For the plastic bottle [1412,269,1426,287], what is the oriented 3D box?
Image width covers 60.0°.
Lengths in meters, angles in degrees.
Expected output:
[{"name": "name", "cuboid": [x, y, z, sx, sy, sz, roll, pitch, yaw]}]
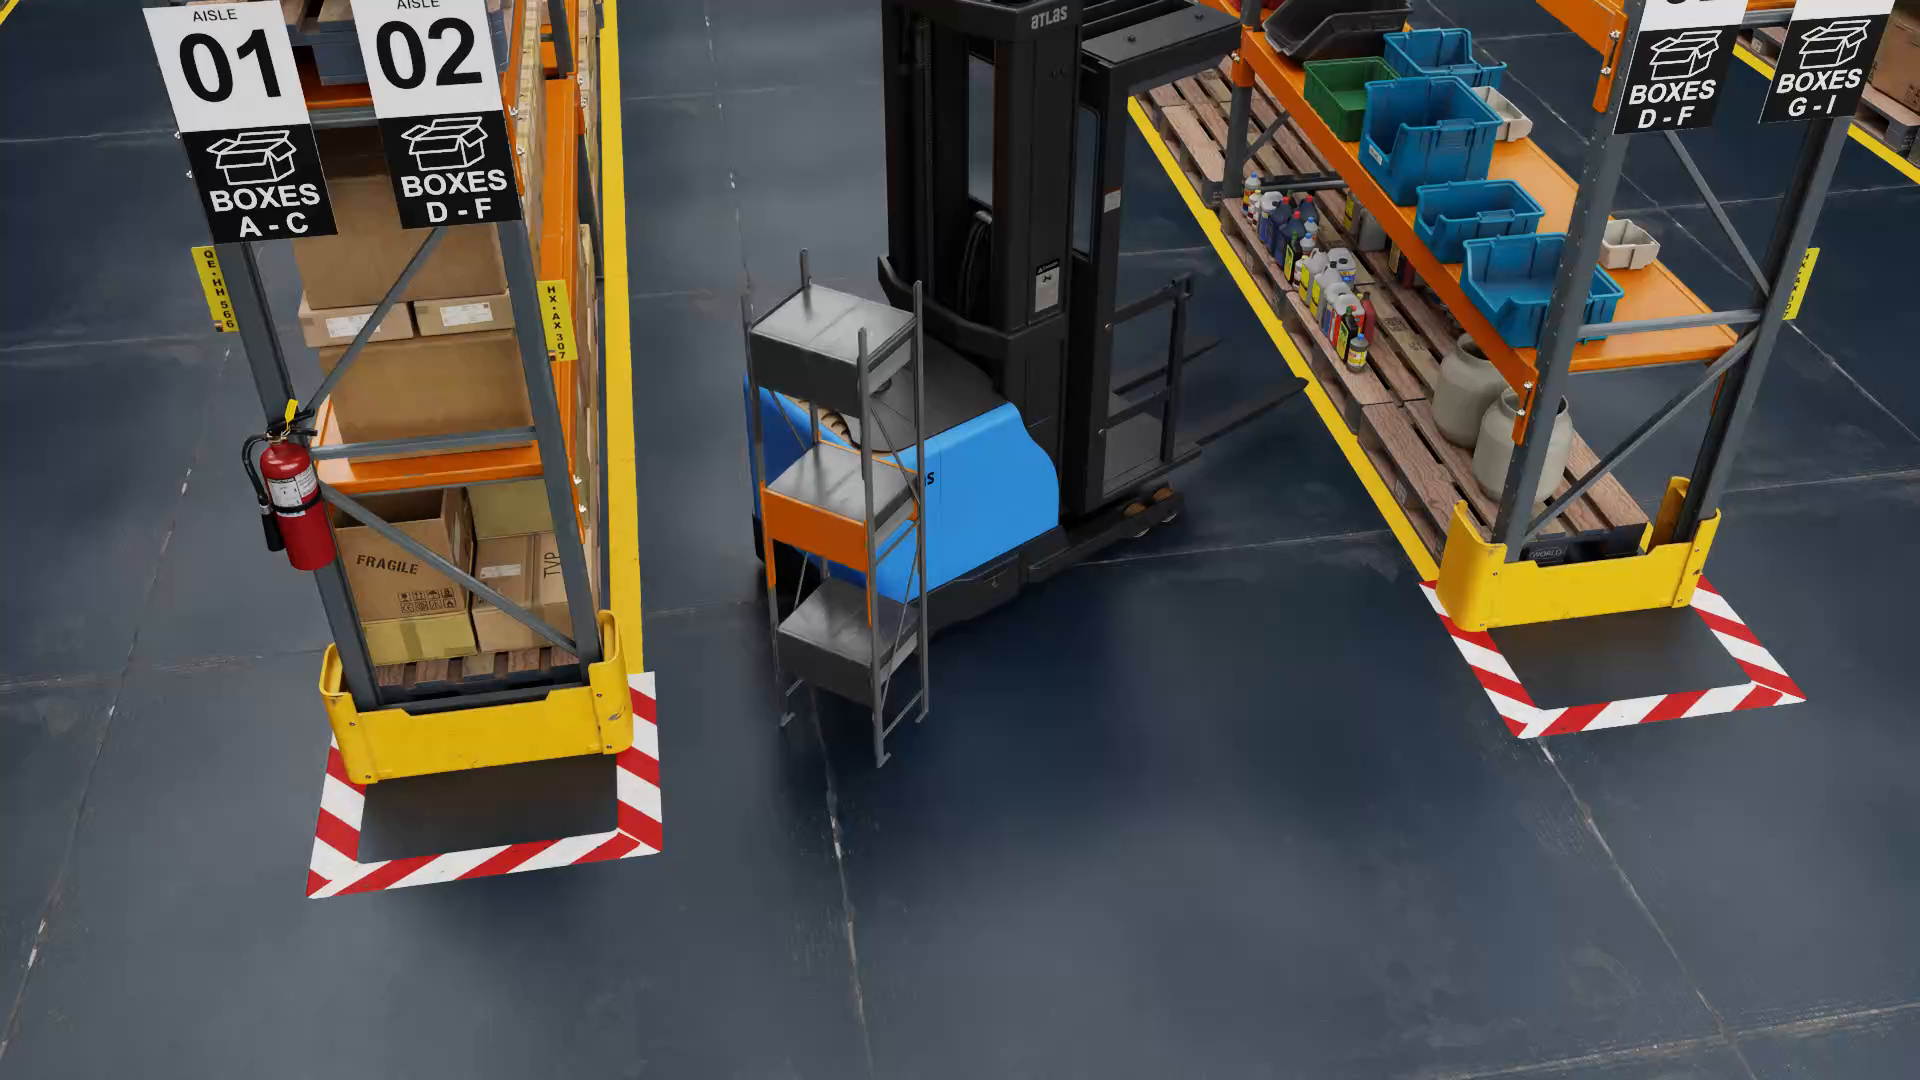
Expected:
[{"name": "plastic bottle", "cuboid": [2.702, -1.629, 9.664, 0.152, 0.276, 0.135, -6, 38, -7]}]

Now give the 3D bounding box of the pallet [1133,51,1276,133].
[{"name": "pallet", "cuboid": [1.797, -3.406, 12.362, 1.003, 0.211, 1.213, -6, 38, -8]}]

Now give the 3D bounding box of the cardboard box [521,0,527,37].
[{"name": "cardboard box", "cuboid": [-2.513, -2.748, 8.103, 0.700, 0.500, 0.500, -6, 38, -8]}]

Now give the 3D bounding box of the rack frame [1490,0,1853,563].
[{"name": "rack frame", "cuboid": [2.892, -0.883, 6.841, 1.000, 3.000, 0.127, -6, 38, -8]}]

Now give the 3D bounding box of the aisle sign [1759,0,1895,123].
[{"name": "aisle sign", "cuboid": [3.193, -1.897, 6.028, 0.394, 0.787, 0.004, -6, 38, -8]}]

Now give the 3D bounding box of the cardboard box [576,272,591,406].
[{"name": "cardboard box", "cuboid": [-2.121, -0.982, 8.257, 0.500, 0.500, 0.500, -6, 38, -8]}]

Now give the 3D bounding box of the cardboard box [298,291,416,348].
[{"name": "cardboard box", "cuboid": [-2.240, -0.858, 6.199, 0.380, 0.149, 0.250, -7, 38, -9]}]

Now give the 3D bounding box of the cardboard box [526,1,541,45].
[{"name": "cardboard box", "cuboid": [-2.339, -2.615, 8.461, 0.380, 0.149, 0.250, -7, 38, -9]}]

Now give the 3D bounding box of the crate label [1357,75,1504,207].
[{"name": "crate label", "cuboid": [2.303, -1.979, 8.224, 0.502, 0.435, 0.616, -6, 38, -8]}]

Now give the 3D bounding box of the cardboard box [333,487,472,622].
[{"name": "cardboard box", "cuboid": [-2.373, -0.020, 7.019, 0.500, 0.500, 0.500, -6, 38, -8]}]

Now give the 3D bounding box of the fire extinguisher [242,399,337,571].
[{"name": "fire extinguisher", "cuboid": [-2.422, -0.200, 6.026, 0.296, 0.674, 0.183, -6, 38, -8]}]

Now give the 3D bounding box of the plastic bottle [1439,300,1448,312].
[{"name": "plastic bottle", "cuboid": [2.786, -1.407, 9.439, 0.097, 0.201, 0.097, 0, 38, 0]}]

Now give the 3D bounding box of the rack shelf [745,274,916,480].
[{"name": "rack shelf", "cuboid": [-0.453, -0.602, 6.095, 0.480, 0.518, 0.431, 19, 42, 23]}]

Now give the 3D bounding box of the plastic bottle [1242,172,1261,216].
[{"name": "plastic bottle", "cuboid": [1.815, -2.155, 10.345, 0.097, 0.271, 0.097, 0, 38, 0]}]

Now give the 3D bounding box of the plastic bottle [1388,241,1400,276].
[{"name": "plastic bottle", "cuboid": [2.581, -1.704, 9.754, 0.061, 0.283, 0.133, -6, 38, -8]}]

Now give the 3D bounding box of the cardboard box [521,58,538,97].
[{"name": "cardboard box", "cuboid": [-2.207, -2.156, 7.869, 0.380, 0.149, 0.250, -5, 38, -7]}]

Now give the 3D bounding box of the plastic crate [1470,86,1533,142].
[{"name": "plastic crate", "cuboid": [2.724, -2.241, 8.805, 0.530, 0.136, 0.437, -6, 38, -8]}]

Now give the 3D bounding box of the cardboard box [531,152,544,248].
[{"name": "cardboard box", "cuboid": [-2.329, -1.610, 7.696, 0.700, 0.500, 0.500, -5, 38, -7]}]

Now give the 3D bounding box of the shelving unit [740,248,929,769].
[{"name": "shelving unit", "cuboid": [-0.453, -0.060, 6.516, 0.503, 2.100, 0.431, 19, 42, 23]}]

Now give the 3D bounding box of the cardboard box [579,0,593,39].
[{"name": "cardboard box", "cuboid": [-2.956, -3.883, 12.144, 0.500, 0.311, 0.500, -7, 38, -9]}]

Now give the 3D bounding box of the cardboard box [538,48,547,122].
[{"name": "cardboard box", "cuboid": [-2.603, -2.540, 8.893, 0.700, 0.500, 0.500, -7, 38, -9]}]

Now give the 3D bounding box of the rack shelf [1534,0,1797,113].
[{"name": "rack shelf", "cuboid": [2.541, -2.991, 7.696, 1.077, 0.370, 4.000, -6, 38, -8]}]

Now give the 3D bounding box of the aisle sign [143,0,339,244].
[{"name": "aisle sign", "cuboid": [-2.263, -1.307, 5.269, 0.394, 0.787, 0.004, -6, 38, -8]}]

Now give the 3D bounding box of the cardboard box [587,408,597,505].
[{"name": "cardboard box", "cuboid": [-2.039, -0.384, 8.098, 0.500, 0.250, 0.500, -6, 38, -8]}]

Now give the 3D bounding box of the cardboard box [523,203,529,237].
[{"name": "cardboard box", "cuboid": [-1.934, -1.218, 6.662, 0.380, 0.149, 0.250, -6, 38, -8]}]

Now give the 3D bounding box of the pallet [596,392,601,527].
[{"name": "pallet", "cuboid": [-2.372, -0.444, 8.549, 1.003, 0.211, 1.213, -6, 38, -8]}]

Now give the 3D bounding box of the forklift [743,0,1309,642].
[{"name": "forklift", "cuboid": [0.483, -1.399, 7.562, 3.031, 2.935, 1.130, -27, 45, -30]}]

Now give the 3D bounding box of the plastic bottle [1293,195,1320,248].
[{"name": "plastic bottle", "cuboid": [2.065, -1.910, 9.964, 0.144, 0.351, 0.185, -6, 38, -8]}]

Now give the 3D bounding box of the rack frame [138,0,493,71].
[{"name": "rack frame", "cuboid": [-1.986, -2.721, 4.318, 1.000, 3.000, 0.127, -6, 38, -8]}]

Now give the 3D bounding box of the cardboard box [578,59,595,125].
[{"name": "cardboard box", "cuboid": [-2.689, -2.961, 10.959, 0.500, 0.311, 0.500, -7, 38, -9]}]

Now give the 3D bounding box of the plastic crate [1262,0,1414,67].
[{"name": "plastic crate", "cuboid": [2.157, -2.944, 9.545, 0.767, 0.338, 0.504, -6, 38, -8]}]

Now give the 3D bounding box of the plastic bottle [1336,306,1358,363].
[{"name": "plastic bottle", "cuboid": [2.100, -1.114, 8.995, 0.061, 0.283, 0.133, -5, 38, -7]}]

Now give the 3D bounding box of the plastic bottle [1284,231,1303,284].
[{"name": "plastic bottle", "cuboid": [1.944, -1.649, 9.683, 0.061, 0.283, 0.133, -5, 38, -6]}]

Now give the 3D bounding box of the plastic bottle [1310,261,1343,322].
[{"name": "plastic bottle", "cuboid": [2.064, -1.411, 9.322, 0.144, 0.351, 0.185, -5, 38, -6]}]

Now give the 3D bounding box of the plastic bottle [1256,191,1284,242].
[{"name": "plastic bottle", "cuboid": [1.898, -1.965, 10.096, 0.152, 0.276, 0.135, -5, 38, -6]}]

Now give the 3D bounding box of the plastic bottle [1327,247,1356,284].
[{"name": "plastic bottle", "cuboid": [2.172, -1.525, 9.529, 0.152, 0.276, 0.135, -6, 38, -8]}]

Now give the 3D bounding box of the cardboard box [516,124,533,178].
[{"name": "cardboard box", "cuboid": [-2.070, -1.686, 7.264, 0.380, 0.149, 0.250, -7, 38, -9]}]

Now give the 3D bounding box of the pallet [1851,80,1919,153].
[{"name": "pallet", "cuboid": [6.929, -3.200, 12.097, 1.003, 0.211, 1.213, -6, 38, -8]}]

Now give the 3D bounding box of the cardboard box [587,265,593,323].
[{"name": "cardboard box", "cuboid": [-2.313, -1.289, 9.262, 0.500, 0.250, 0.500, -6, 38, -8]}]

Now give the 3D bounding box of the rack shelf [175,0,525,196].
[{"name": "rack shelf", "cuboid": [-2.336, -2.461, 7.014, 1.077, 0.370, 4.000, -6, 38, -8]}]

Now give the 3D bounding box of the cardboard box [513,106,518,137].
[{"name": "cardboard box", "cuboid": [-2.251, -1.841, 6.935, 0.700, 0.500, 0.500, -6, 38, -8]}]

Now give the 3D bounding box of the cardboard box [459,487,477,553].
[{"name": "cardboard box", "cuboid": [-2.470, -0.025, 7.636, 0.500, 0.250, 0.500, -6, 38, -8]}]

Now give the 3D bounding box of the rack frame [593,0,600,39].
[{"name": "rack frame", "cuboid": [-3.388, -5.184, 12.378, 1.000, 3.000, 0.127, -6, 38, -8]}]

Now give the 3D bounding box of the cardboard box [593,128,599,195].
[{"name": "cardboard box", "cuboid": [-2.602, -2.427, 10.728, 0.500, 0.250, 0.500, -5, 38, -7]}]

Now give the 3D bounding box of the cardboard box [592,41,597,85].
[{"name": "cardboard box", "cuboid": [-2.877, -3.358, 11.926, 0.500, 0.250, 0.500, -5, 38, -7]}]

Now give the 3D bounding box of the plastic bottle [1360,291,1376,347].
[{"name": "plastic bottle", "cuboid": [2.226, -1.213, 9.122, 0.061, 0.283, 0.133, -6, 38, -8]}]

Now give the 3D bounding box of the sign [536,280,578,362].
[{"name": "sign", "cuboid": [-1.438, -0.781, 5.941, 0.100, 0.325, 0.005, -6, 38, -8]}]

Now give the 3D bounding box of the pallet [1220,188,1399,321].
[{"name": "pallet", "cuboid": [2.267, -1.787, 10.279, 1.003, 0.211, 1.213, -6, 38, -8]}]
